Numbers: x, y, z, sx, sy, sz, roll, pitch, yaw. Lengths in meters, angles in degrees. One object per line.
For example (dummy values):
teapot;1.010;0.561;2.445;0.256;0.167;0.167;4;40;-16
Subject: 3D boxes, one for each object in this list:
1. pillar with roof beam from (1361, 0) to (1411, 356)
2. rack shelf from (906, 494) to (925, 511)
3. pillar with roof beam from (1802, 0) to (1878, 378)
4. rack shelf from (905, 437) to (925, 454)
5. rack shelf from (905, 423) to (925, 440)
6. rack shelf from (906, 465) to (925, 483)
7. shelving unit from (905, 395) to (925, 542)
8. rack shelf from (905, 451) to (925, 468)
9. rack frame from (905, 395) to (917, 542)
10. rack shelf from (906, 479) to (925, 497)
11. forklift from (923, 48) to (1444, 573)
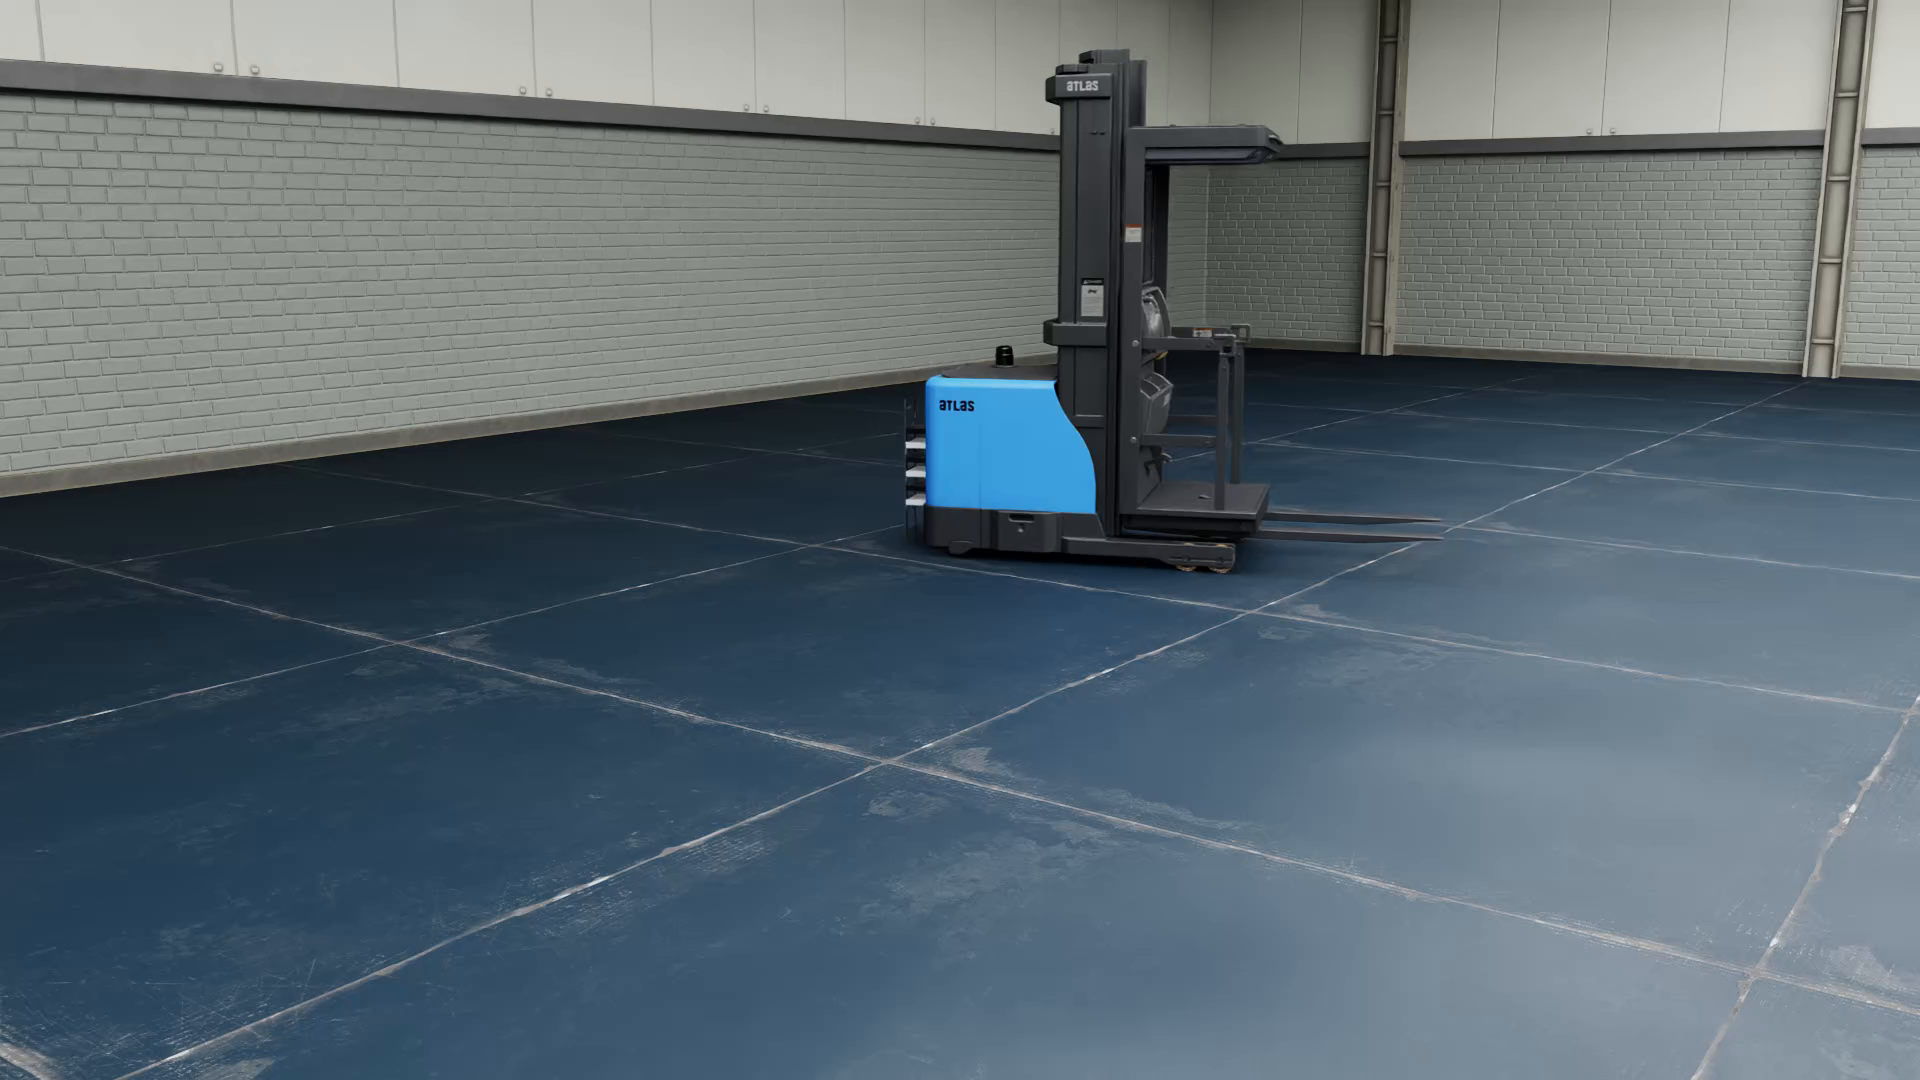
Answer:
pillar with roof beam;3.697;-6.538;20.631;0.400;9.000;9.100;8;13;36
rack shelf;-0.212;-0.238;10.514;0.200;0.077;0.258;3;11;14
pillar with roof beam;8.533;-5.863;17.145;0.400;9.000;9.100;8;13;36
rack shelf;-0.212;-0.591;10.445;0.200;0.077;0.258;3;11;14
rack shelf;-0.212;-0.680;10.428;0.200;0.077;0.258;3;11;14
rack shelf;-0.212;-0.415;10.479;0.200;0.077;0.258;3;11;14
shelving unit;-0.212;-0.447;10.473;0.210;0.900;0.258;3;11;14
rack shelf;-0.212;-0.503;10.462;0.200;0.077;0.258;3;11;14
rack frame;-0.310;-0.452;10.498;0.006;0.900;0.240;3;11;14
rack shelf;-0.212;-0.326;10.496;0.200;0.077;0.258;3;11;14
forklift;1.352;-1.360;9.844;3.031;2.935;1.130;3;11;14
